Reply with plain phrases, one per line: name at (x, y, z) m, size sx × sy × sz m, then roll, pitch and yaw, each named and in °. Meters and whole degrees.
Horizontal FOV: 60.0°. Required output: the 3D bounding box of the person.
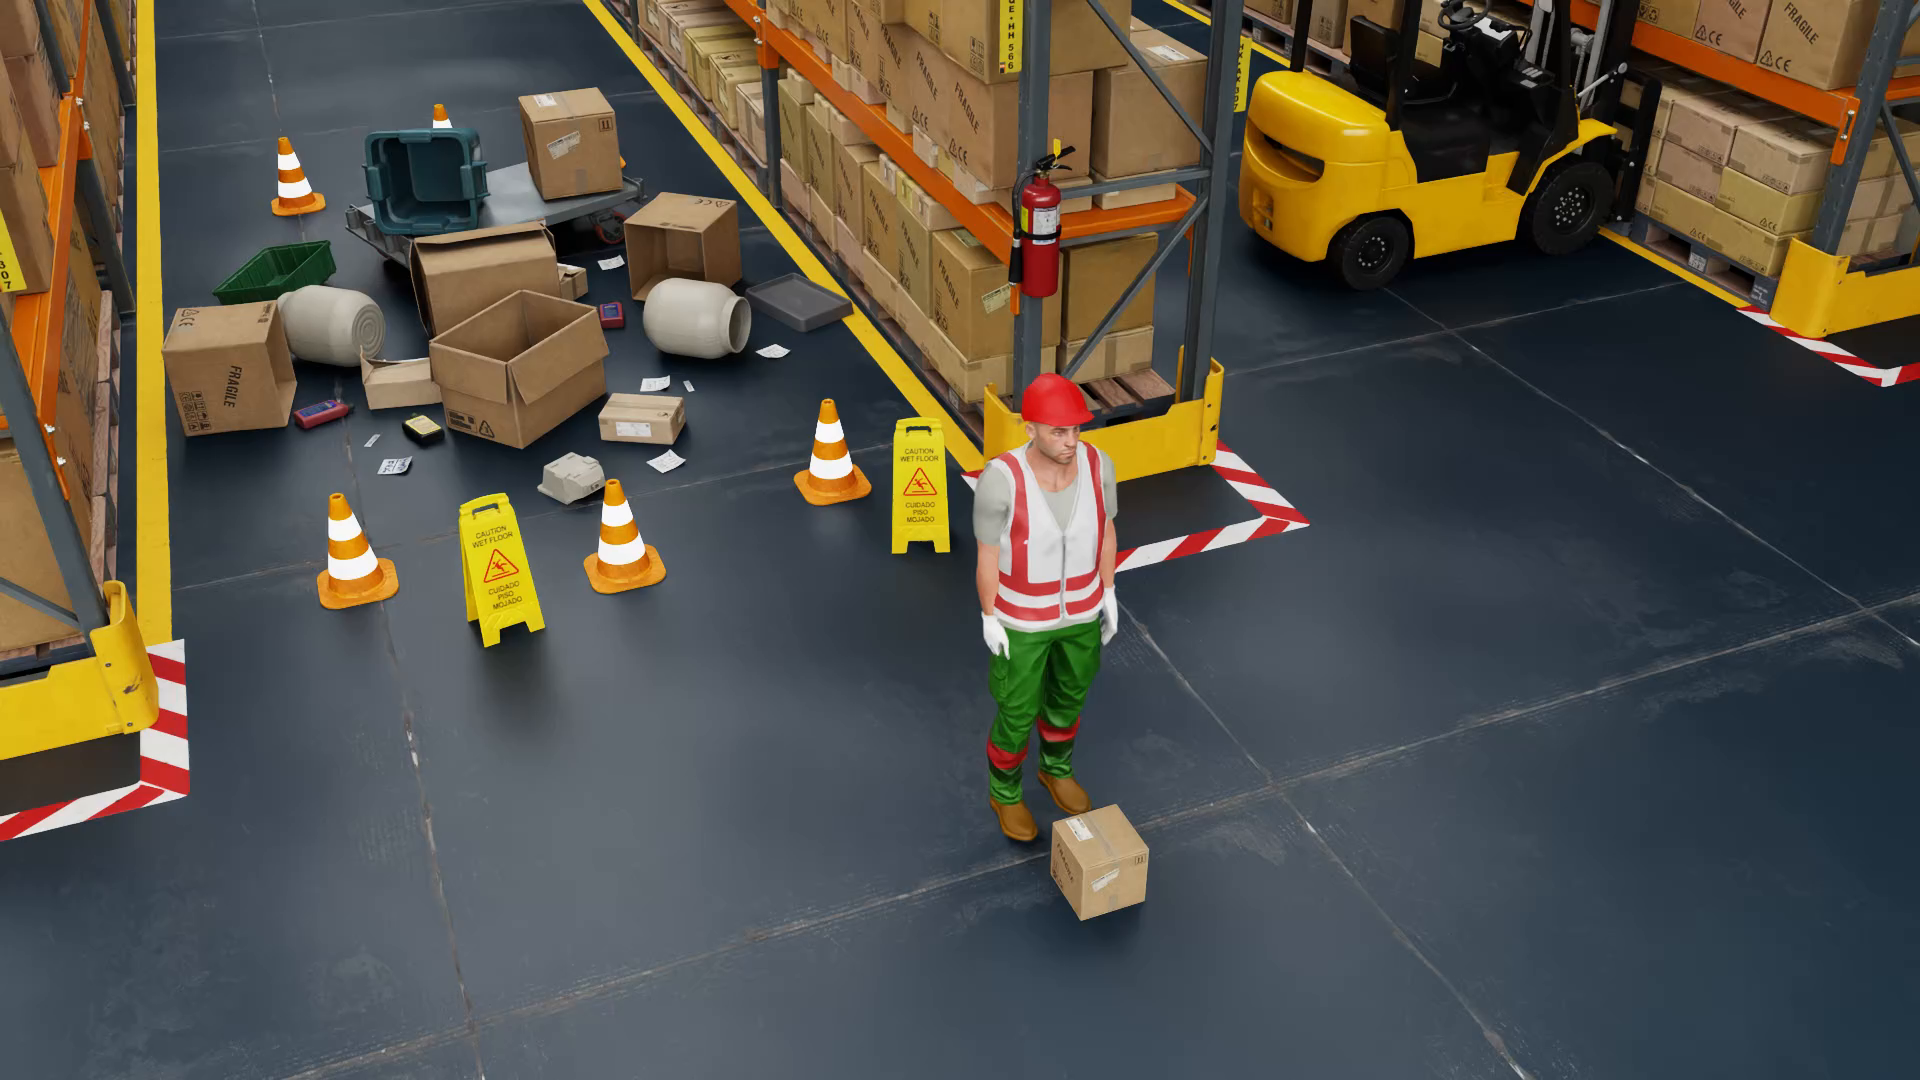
person at (0.311, 0.252, 5.740) m, size 0.523 × 1.795 × 0.373 m, roll -12°, pitch 35°, yaw -18°
